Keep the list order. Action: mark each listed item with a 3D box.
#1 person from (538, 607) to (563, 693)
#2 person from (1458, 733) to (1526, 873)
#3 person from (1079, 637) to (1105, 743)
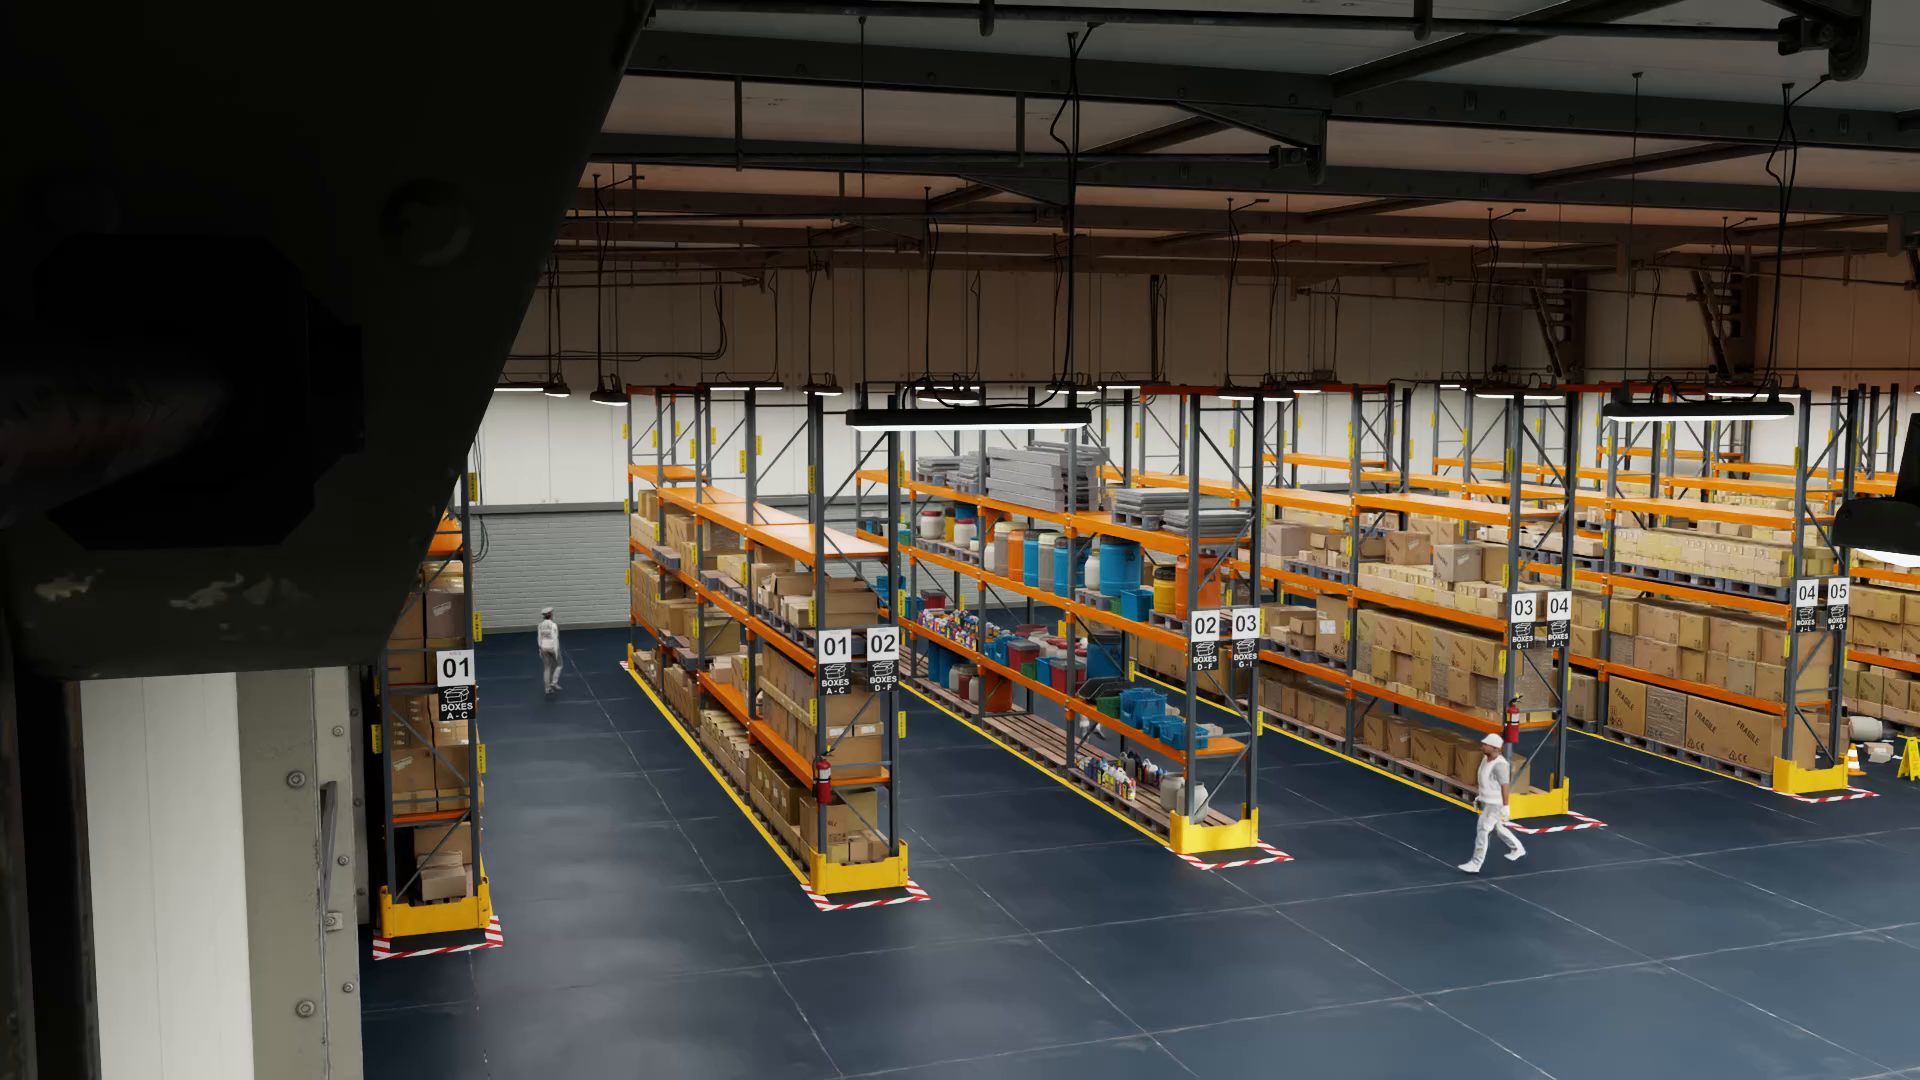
[{"bbox_3d":[-7.998,2.143,32.372,0.505,1.663,0.455,1,6,7],"label":"person"},{"bbox_3d":[6.738,3.300,20.961,1.065,1.745,0.563,-2,6,-15],"label":"person"},{"bbox_3d":[2.167,2.528,28.145,0.600,1.773,0.491,1,6,10],"label":"person"}]
